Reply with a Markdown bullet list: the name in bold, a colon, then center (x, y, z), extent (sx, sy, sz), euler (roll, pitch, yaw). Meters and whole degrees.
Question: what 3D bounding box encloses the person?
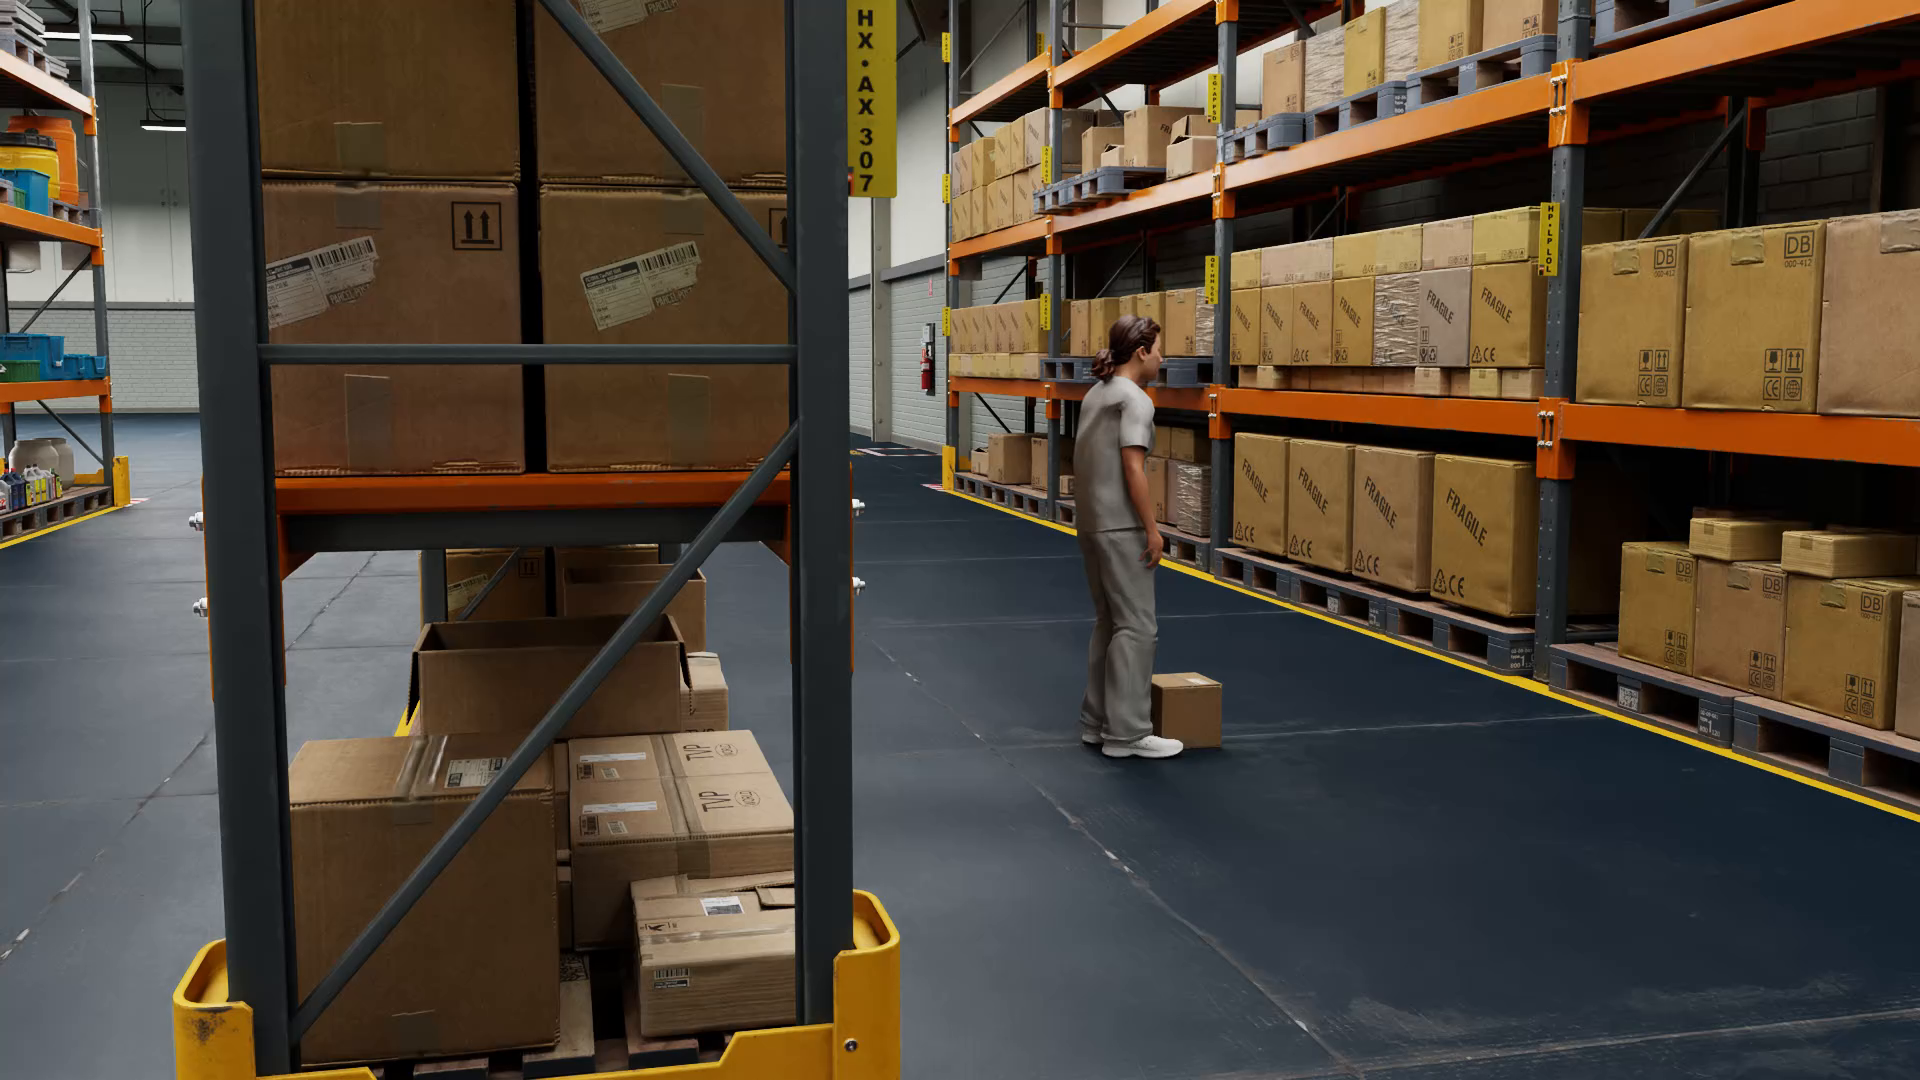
- **person**: center (0.626, -0.028, 6.399), extent (0.354, 1.673, 0.508), euler (-2, 6, -16)
